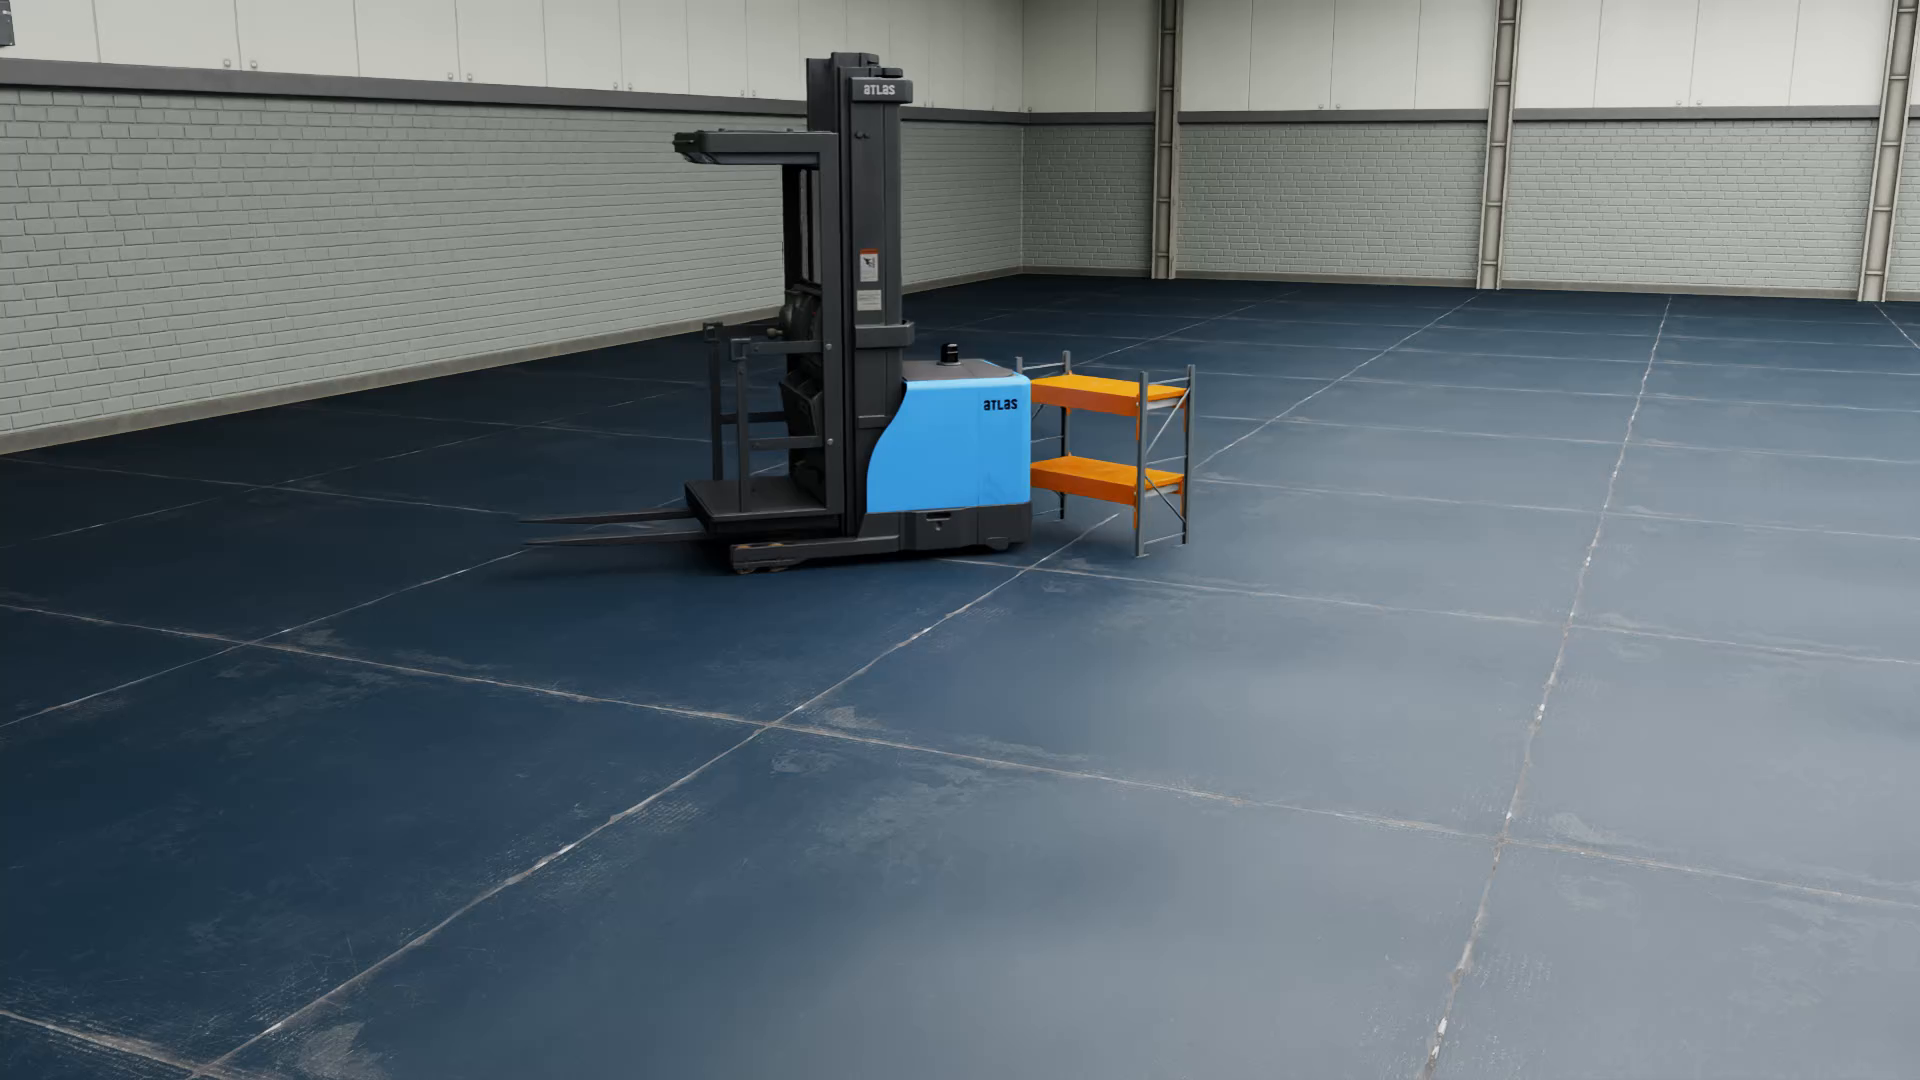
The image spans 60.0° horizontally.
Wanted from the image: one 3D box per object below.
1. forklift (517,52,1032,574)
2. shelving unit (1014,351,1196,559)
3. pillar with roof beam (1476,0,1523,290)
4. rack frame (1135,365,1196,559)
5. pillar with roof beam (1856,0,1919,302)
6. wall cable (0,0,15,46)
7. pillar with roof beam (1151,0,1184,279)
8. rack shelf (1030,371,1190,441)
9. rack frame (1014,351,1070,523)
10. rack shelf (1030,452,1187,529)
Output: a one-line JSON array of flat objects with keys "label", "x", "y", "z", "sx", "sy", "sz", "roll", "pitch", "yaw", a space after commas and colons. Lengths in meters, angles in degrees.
[{"label": "forklift", "x": -1.133, "y": -1.365, "z": 9.900, "sx": 3.031, "sy": 2.935, "sz": 1.130, "roll": -4, "pitch": 14, "yaw": -17}, {"label": "shelving unit", "x": 0.886, "y": -0.560, "z": 10.425, "sx": 0.538, "sy": 1.125, "sz": 1.048, "roll": -13, "pitch": 18, "yaw": -43}, {"label": "pillar with roof beam", "x": 7.645, "y": -7.948, "z": 24.671, "sx": 0.400, "sy": 9.000, "sz": 9.100, "roll": 6, "pitch": 14, "yaw": 23}, {"label": "rack frame", "x": 1.244, "y": -0.478, "z": 10.073, "sx": 0.500, "sy": 1.125, "sz": 0.032, "roll": -13, "pitch": 18, "yaw": -43}, {"label": "pillar with roof beam", "x": 13.131, "y": -7.393, "z": 22.305, "sx": 0.400, "sy": 9.000, "sz": 9.100, "roll": 6, "pitch": 14, "yaw": 23}, {"label": "wall cable", "x": -7.154, "y": -7.009, "z": 13.225, "sx": 0.169, "sy": 6.003, "sz": 2.305, "roll": 6, "pitch": 14, "yaw": 23}, {"label": "pillar with roof beam", "x": 2.159, "y": -8.503, "z": 27.037, "sx": 0.400, "sy": 9.000, "sz": 9.100, "roll": 6, "pitch": 14, "yaw": 23}, {"label": "rack shelf", "x": 0.886, "y": -0.845, "z": 10.358, "sx": 0.538, "sy": 0.278, "sz": 1.000, "roll": -13, "pitch": 18, "yaw": -43}, {"label": "rack frame", "x": 0.528, "y": -0.643, "z": 10.776, "sx": 0.500, "sy": 1.125, "sz": 0.032, "roll": -13, "pitch": 18, "yaw": -43}, {"label": "rack shelf", "x": 0.886, "y": -0.322, "z": 10.481, "sx": 0.538, "sy": 0.278, "sz": 1.000, "roll": -13, "pitch": 18, "yaw": -43}]
